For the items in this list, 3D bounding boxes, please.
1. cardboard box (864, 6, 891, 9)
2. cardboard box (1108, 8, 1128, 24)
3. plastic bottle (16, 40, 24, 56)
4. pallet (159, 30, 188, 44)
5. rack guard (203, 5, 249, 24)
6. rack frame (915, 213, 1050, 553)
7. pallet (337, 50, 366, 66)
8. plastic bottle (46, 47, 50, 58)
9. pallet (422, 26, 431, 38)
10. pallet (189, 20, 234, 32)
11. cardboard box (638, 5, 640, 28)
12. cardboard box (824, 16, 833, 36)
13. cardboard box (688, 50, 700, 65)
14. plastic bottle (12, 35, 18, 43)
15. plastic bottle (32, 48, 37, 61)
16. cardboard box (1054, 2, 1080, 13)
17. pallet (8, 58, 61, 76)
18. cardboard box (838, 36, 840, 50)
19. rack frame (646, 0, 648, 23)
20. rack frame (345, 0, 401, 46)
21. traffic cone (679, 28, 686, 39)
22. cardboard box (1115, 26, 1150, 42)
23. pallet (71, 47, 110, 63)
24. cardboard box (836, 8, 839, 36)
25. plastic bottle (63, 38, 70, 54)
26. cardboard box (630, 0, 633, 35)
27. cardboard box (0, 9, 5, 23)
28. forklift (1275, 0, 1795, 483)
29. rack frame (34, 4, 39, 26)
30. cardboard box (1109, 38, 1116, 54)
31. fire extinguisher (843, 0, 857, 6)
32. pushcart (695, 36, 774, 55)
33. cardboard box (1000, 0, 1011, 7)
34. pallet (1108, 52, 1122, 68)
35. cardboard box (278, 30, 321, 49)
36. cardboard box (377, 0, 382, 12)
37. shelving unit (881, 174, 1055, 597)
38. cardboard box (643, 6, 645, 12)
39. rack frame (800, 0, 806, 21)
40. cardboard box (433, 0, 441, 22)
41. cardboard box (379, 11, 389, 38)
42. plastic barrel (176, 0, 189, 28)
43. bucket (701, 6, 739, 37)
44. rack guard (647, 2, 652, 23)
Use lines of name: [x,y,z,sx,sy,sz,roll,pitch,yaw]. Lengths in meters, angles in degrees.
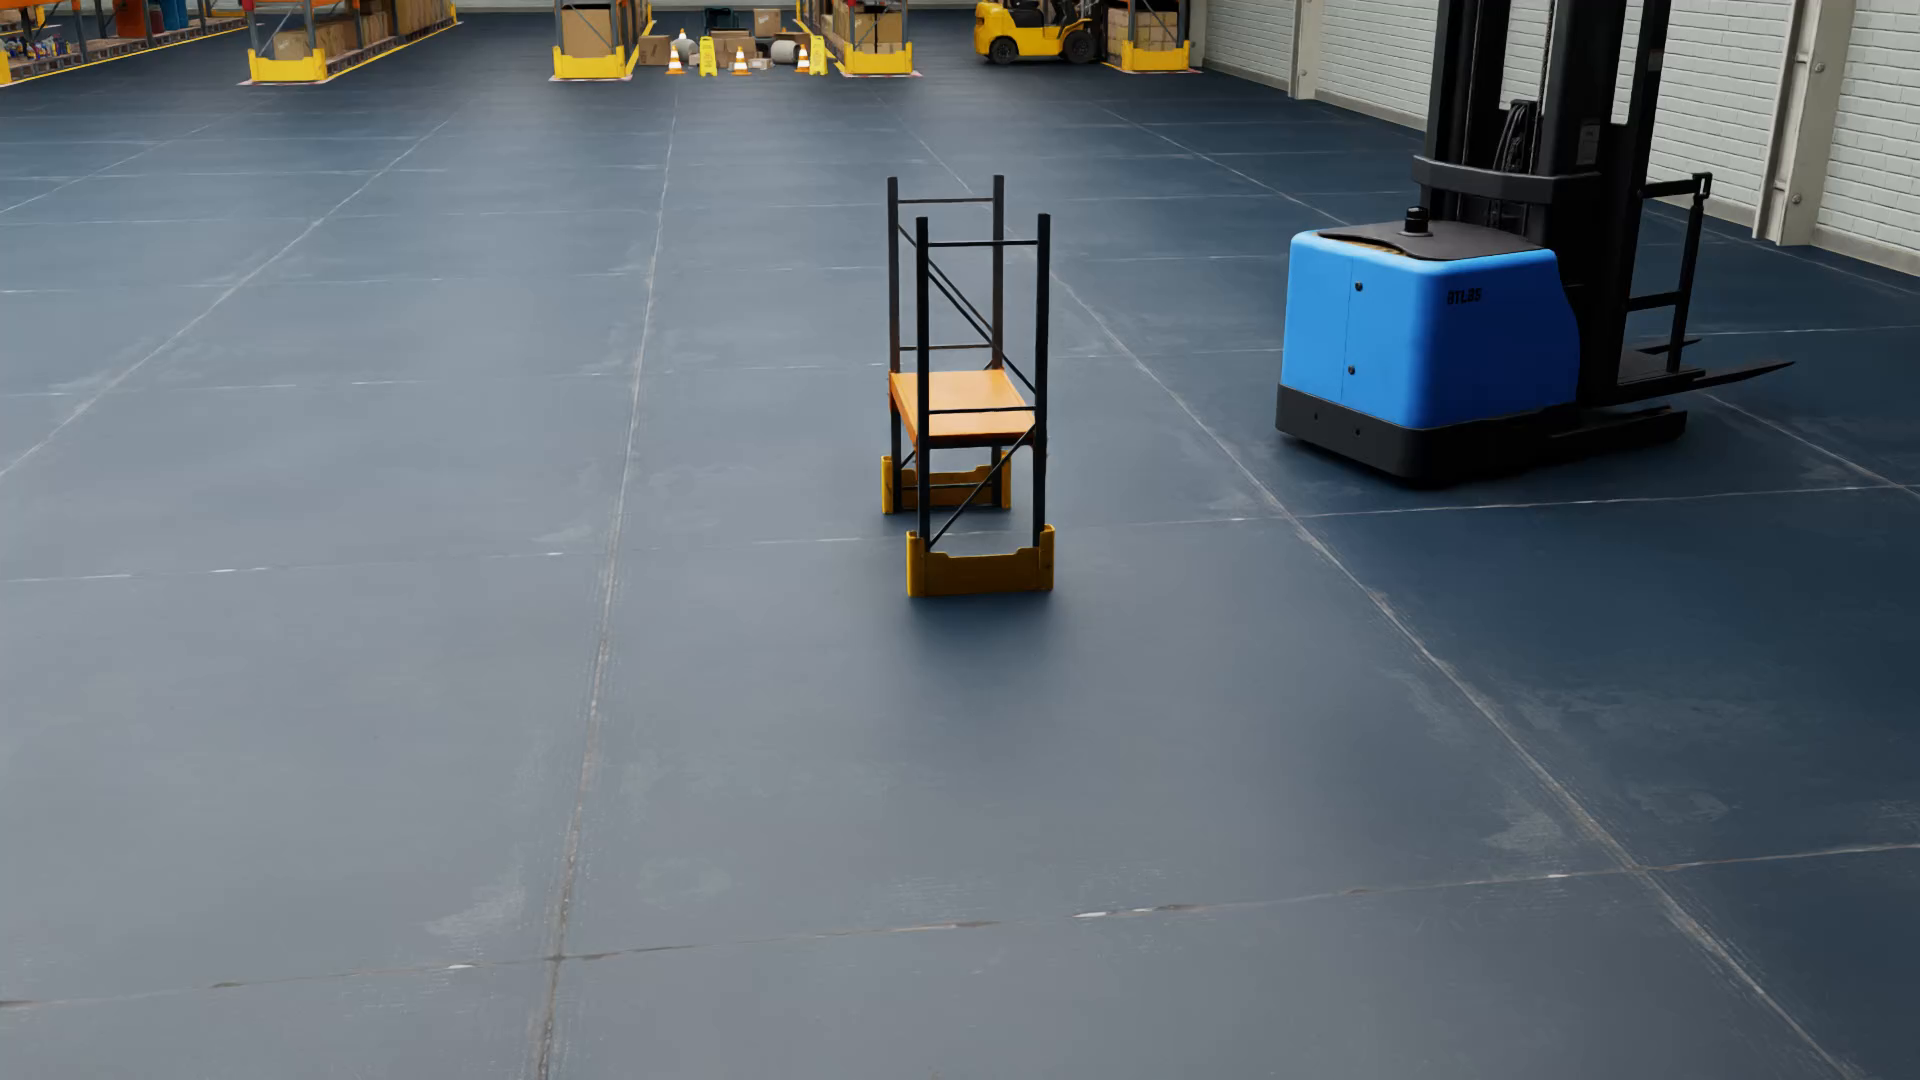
cardboard box: [-1.568,-9.878,31.635,0.500,0.500,0.500,-3,21,-7]
cardboard box: [2.957,-9.724,30.864,0.500,0.250,0.500,-3,21,-7]
plastic bottle: [-16.856,-8.820,29.813,0.097,0.271,0.097,0,20,0]
pallet: [-17.606,-11.007,36.385,1.003,0.211,1.213,-3,21,-8]
rack guard: [-18.448,-13.227,41.917,1.175,0.500,0.348,-3,21,-8]
rack frame: [0.086,-0.497,6.403,0.500,1.500,0.032,-3,21,-8]
pallet: [-11.669,-8.949,30.874,1.003,0.211,1.213,-3,21,-8]
plastic bottle: [-16.186,-8.649,29.455,0.097,0.201,0.097,0,20,0]
pallet: [-12.768,-11.686,38.203,1.003,0.211,1.213,-3,21,-8]
pallet: [-18.178,-12.376,40.049,1.003,0.211,1.213,-3,21,-8]
cardboard box: [-7.532,-11.898,37.756,0.500,0.500,0.500,-3,21,-9]
cardboard box: [-2.385,-10.885,35.229,0.950,0.372,0.625,-3,21,-9]
cardboard box: [-4.807,-8.918,30.714,0.396,0.266,0.258,1,20,2]
plastic bottle: [-16.996,-8.901,29.917,0.144,0.351,0.185,-2,21,-6]
plastic bottle: [-16.093,-8.426,28.859,0.097,0.201,0.097,0,20,0]
cardboard box: [2.519,-11.264,35.881,0.875,0.625,0.625,-2,21,-6]
pallet: [-16.467,-8.272,29.061,1.003,0.211,1.213,-3,21,-8]
cardboard box: [-2.009,-9.309,31.182,0.500,0.250,0.500,-3,21,-8]
rack frame: [-8.608,-14.856,42.704,1.000,3.000,0.127,-3,21,-8]
rack frame: [-12.377,-11.871,34.712,1.000,3.000,0.127,-3,21,-8]
traffic cone: [-5.577,-10.053,33.471,0.336,0.463,0.334,-3,21,-8]
cardboard box: [3.114,-9.148,30.037,0.500,0.250,0.500,-3,21,-8]
pallet: [-16.853,-9.200,31.546,1.003,0.211,1.213,-3,21,-8]
cardboard box: [-2.087,-9.843,31.541,0.500,0.500,0.500,-2,21,-6]
plastic bottle: [-16.306,-9.020,30.332,0.061,0.283,0.133,-2,21,-5]
cardboard box: [-7.456,-11.013,35.032,1.050,0.750,0.750,-3,21,-8]
cardboard box: [-23.033,-12.444,39.187,0.797,0.503,0.637,-3,21,-8]
forklift: [3.160,-1.998,8.377,3.031,2.935,1.130,-11,23,-27]
rack frame: [-23.334,-14.142,40.794,1.000,3.000,0.127,-3,21,-8]
cardboard box: [3.051,-9.080,30.571,0.500,0.250,0.500,-3,21,-8]
fire extinguisher: [-1.857,-9.502,28.479,0.296,0.674,0.183,-3,21,-8]
pushcart: [-4.243,-9.625,32.447,1.648,0.377,0.936,-11,23,-26]
cardboard box: [1.416,-13.544,42.164,0.700,0.500,0.500,-4,21,-10]
pallet: [3.342,-8.809,30.499,1.003,0.211,1.213,-3,21,-8]
cardboard box: [-11.417,-8.549,28.791,0.500,0.500,0.500,2,21,6]
cardboard box: [-12.251,-11.027,34.324,0.500,0.250,0.500,-2,21,-6]
shelving unit: [0.011,-0.676,6.883,0.587,1.500,1.083,-3,21,-8]
cardboard box: [-7.999,-13.146,41.175,0.380,0.149,0.250,-3,21,-7]
rack frame: [-3.724,-15.140,43.466,1.000,3.000,0.127,-3,21,-8]
cardboard box: [-13.099,-13.001,40.175,0.875,0.875,0.875,-3,21,-8]
cardboard box: [-12.261,-10.675,34.454,0.700,0.500,0.500,-4,21,-11]
plastic barrel: [-17.793,-12.030,37.538,0.600,0.901,0.708,-3,21,-8]
bucket: [-4.577,-9.949,32.072,0.726,0.611,0.620,4,11,11]
rack guard: [-8.597,-13.658,43.071,1.175,0.500,0.348,-3,21,-8]
